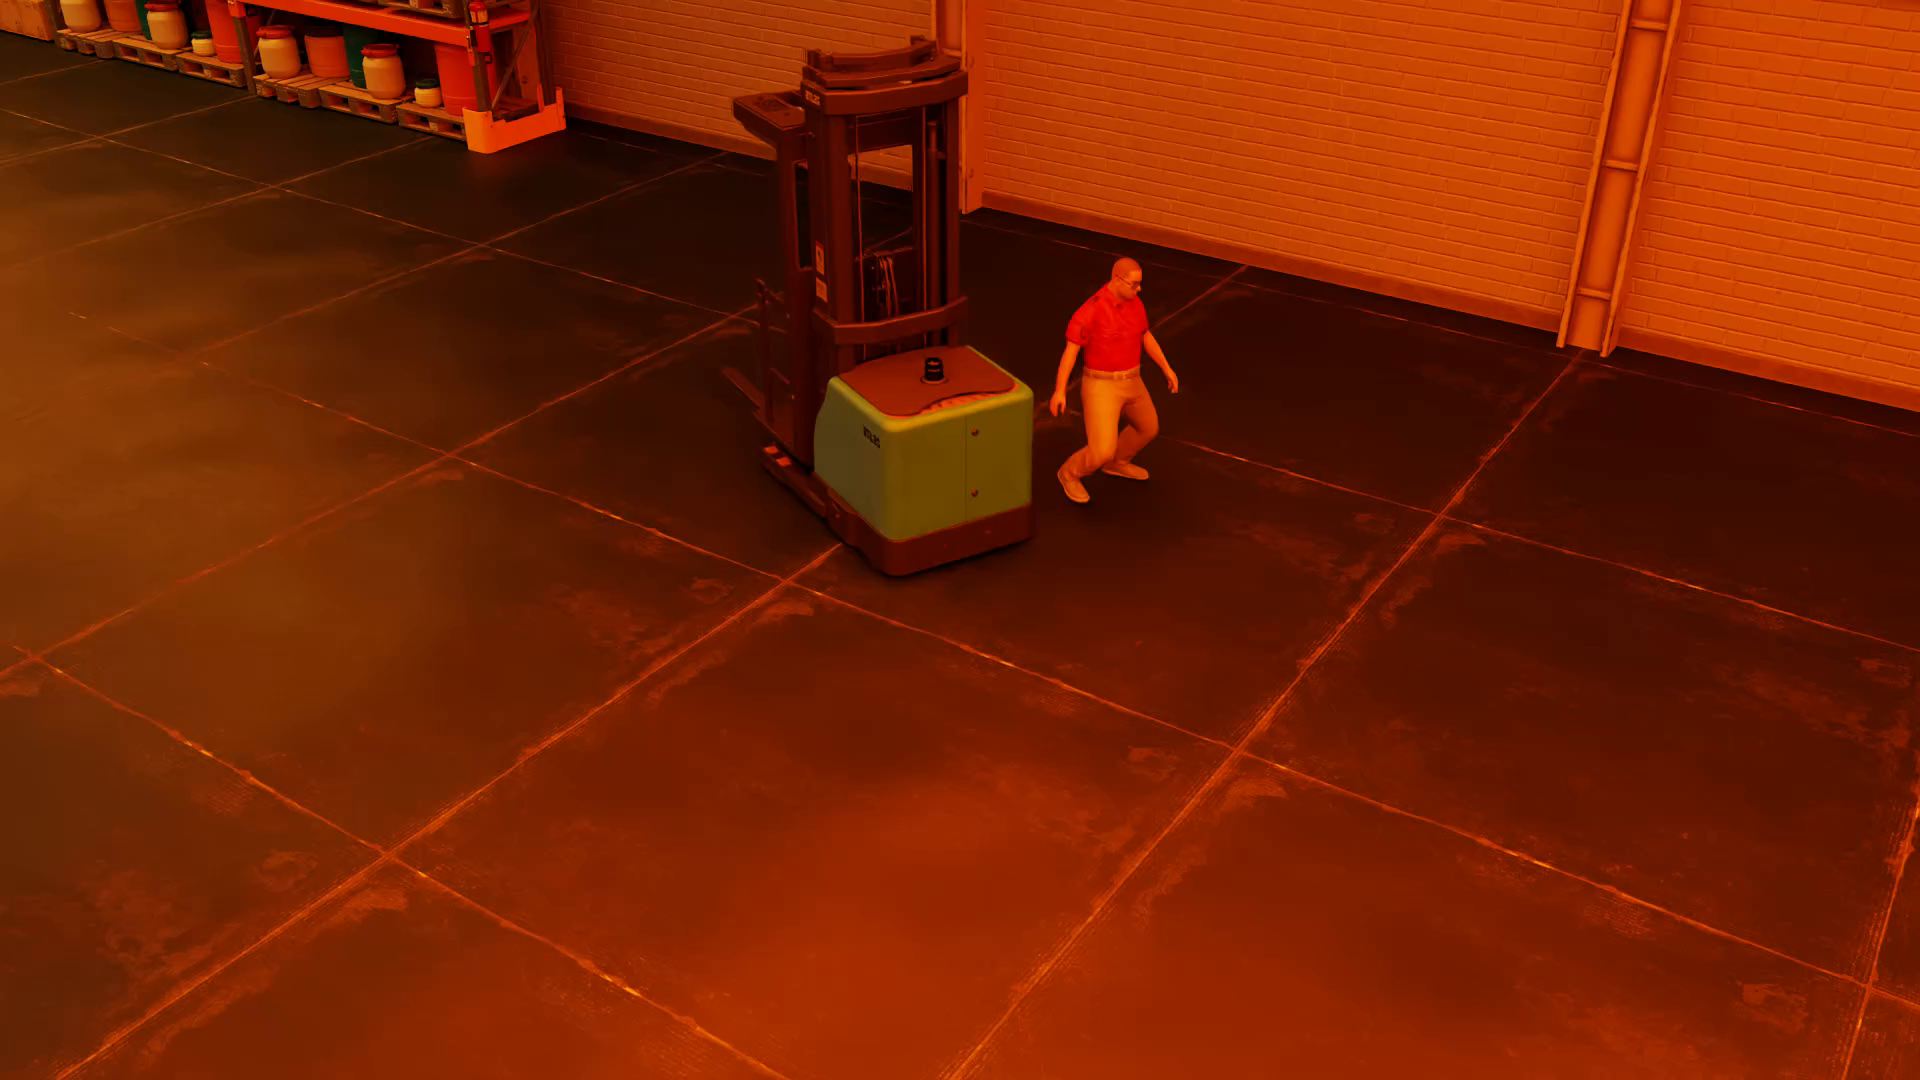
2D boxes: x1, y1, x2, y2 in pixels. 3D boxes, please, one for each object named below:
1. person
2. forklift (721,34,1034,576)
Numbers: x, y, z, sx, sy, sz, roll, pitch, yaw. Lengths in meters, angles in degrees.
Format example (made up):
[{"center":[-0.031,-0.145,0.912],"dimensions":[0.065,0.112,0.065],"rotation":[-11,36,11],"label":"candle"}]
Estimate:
[{"center":[0.981,-1.001,10.627],"dimensions":[0.934,1.637,0.562],"rotation":[-20,36,-31],"label":"person"},{"center":[-0.713,-1.759,10.610],"dimensions":[1.130,2.935,3.031],"rotation":[-16,34,-26],"label":"forklift"}]
